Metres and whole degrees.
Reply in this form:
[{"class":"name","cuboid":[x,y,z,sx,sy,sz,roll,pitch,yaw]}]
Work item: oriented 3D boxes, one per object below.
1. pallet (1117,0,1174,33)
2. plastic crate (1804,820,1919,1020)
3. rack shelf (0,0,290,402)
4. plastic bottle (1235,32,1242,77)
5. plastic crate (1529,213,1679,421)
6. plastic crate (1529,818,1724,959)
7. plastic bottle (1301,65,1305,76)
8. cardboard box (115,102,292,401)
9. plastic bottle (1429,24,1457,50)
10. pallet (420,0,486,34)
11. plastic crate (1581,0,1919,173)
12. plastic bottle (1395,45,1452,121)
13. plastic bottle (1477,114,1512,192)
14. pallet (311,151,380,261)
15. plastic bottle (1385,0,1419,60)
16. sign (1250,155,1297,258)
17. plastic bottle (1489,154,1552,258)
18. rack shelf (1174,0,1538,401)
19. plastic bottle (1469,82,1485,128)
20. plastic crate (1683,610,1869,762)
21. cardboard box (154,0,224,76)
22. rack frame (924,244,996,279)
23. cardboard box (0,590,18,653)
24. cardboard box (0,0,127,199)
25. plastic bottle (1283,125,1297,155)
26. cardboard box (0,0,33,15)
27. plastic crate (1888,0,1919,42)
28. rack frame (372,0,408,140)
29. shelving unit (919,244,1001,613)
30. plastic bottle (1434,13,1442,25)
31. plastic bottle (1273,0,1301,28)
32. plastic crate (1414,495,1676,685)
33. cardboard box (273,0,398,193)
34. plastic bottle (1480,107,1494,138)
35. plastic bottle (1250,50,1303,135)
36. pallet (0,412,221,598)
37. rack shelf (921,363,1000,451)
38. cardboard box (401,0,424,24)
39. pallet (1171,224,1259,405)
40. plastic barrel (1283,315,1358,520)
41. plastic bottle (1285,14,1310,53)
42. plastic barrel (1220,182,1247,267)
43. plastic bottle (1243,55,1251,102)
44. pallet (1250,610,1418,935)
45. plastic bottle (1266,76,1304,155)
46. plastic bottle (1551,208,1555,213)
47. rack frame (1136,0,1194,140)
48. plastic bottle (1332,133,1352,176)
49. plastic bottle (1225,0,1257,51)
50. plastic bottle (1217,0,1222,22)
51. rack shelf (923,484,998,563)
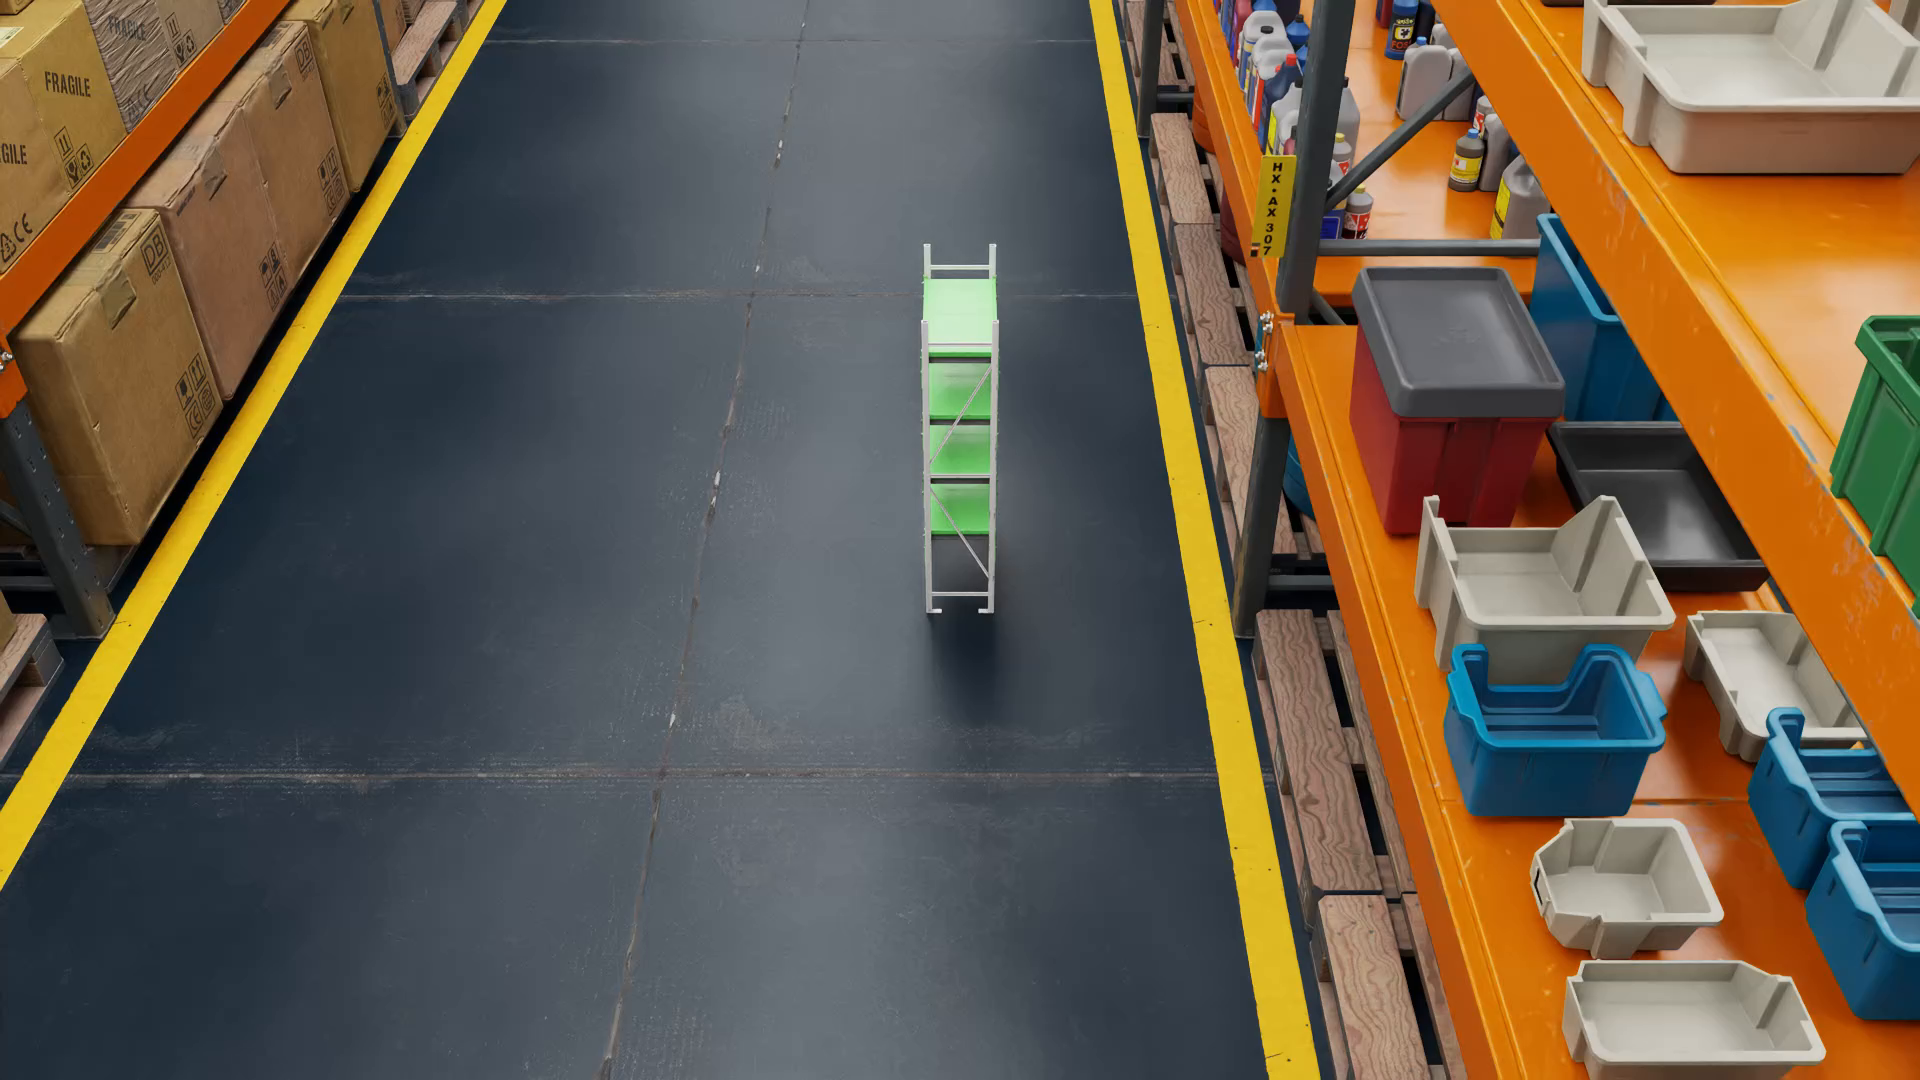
[{"class":"pallet","cuboid":[1.495,-3.517,10.470,1.003,0.211,1.213,0,39,0]},{"class":"plastic crate","cuboid":[1.792,0.707,3.055,0.416,0.233,0.300,0,39,0]},{"class":"rack shelf","cuboid":[-3.495,-1.825,6.704,1.077,0.370,4.000,0,39,0]},{"class":"plastic bottle","cuboid":[1.108,-1.873,6.347,0.097,0.201,0.097,0,39,0]},{"class":"plastic crate","cuboid":[1.802,-0.584,4.545,0.392,0.384,0.575,0,39,0]},{"class":"plastic crate","cuboid":[1.253,0.672,3.175,0.298,0.136,0.250,0,39,0]},{"class":"plastic bottle","cuboid":[1.260,-1.610,5.963,0.097,0.271,0.097,0,39,0]},{"class":"cardboard box","cuboid":[-3.515,-1.149,6.648,1.225,0.875,0.875,-1,39,-2]},{"class":"plastic bottle","cuboid":[1.839,-1.824,6.226,0.152,0.276,0.135,0,39,0]},{"class":"pallet","cuboid":[-3.495,-3.518,10.471,1.003,0.211,1.213,0,39,0]},{"class":"plastic crate","cuboid":[1.214,-0.717,2.558,0.437,0.136,0.530,0,39,0]},{"class":"plastic bottle","cuboid":[1.688,-1.679,6.045,0.152,0.276,0.135,0,39,0]},{"class":"plastic bottle","cuboid":[1.840,-1.328,5.608,0.152,0.276,0.135,0,39,0]},{"class":"pallet","cuboid":[-3.572,-1.775,8.296,1.003,0.211,1.213,0,39,0]},{"class":"plastic bottle","cuboid":[1.722,-2.016,6.470,0.097,0.271,0.097,0,39,0]},{"class":"sign","cuboid":[0.910,-0.967,4.837,0.100,0.325,0.005,0,39,0]},{"class":"plastic bottle","cuboid":[1.784,-1.085,5.244,0.144,0.351,0.185,0,39,0]},{"class":"rack shelf","cuboid":[1.458,-1.828,6.708,1.077,0.370,4.000,0,39,0]},{"class":"plastic bottle","cuboid":[1.886,-1.598,5.938,0.061,0.283,0.133,0,39,0]},{"class":"plastic crate","cuboid":[1.763,0.310,3.628,0.293,0.136,0.466,0,39,0]},{"class":"cardboard box","cuboid":[-3.251,-2.132,6.432,0.500,0.500,0.500,1,39,1]},{"class":"rack frame","cuboid":[0.000,-0.517,5.936,0.240,1.200,0.015,0,39,0]},{"class":"cardboard box","cuboid":[-3.572,0.223,4.936,0.875,0.875,0.875,0,39,0]},{"class":"cardboard box","cuboid":[-3.245,-1.496,5.638,0.500,0.500,0.500,0,39,0]},{"class":"plastic bottle","cuboid":[1.091,-1.204,5.447,0.061,0.283,0.133,0,39,0]},{"class":"cardboard box","cuboid":[-3.491,-2.114,5.607,0.797,0.503,0.637,0,39,0]},{"class":"plastic crate","cuboid":[1.771,-0.867,2.630,0.437,0.282,0.530,0,39,0]},{"class":"rack frame","cuboid":[-3.497,-3.356,8.039,1.000,3.000,0.127,0,39,0]},{"class":"shelving unit","cuboid":[0.000,-0.365,5.746,0.258,1.200,0.503,0,39,0]},{"class":"plastic bottle","cuboid":[1.867,-1.955,6.394,0.097,0.271,0.097,0,39,0]},{"class":"plastic bottle","cuboid":[1.283,-2.187,6.620,0.144,0.351,0.185,0,39,0]},{"class":"plastic crate","cuboid":[1.278,0.120,3.749,0.437,0.282,0.530,0,39,0]},{"class":"cardboard box","cuboid":[-3.517,-2.259,8.034,1.225,0.875,0.875,-2,39,-2]},{"class":"plastic bottle","cuboid":[1.867,-1.433,5.798,0.097,0.201,0.097,0,39,0]},{"class":"plastic bottle","cuboid":[1.136,-1.600,5.947,0.152,0.276,0.135,0,39,0]},{"class":"pallet","cuboid":[-3.569,-0.249,6.392,1.003,0.211,1.213,0,39,0]},{"class":"rack shelf","cuboid":[0.000,-0.502,5.635,0.258,0.148,0.480,0,39,0]},{"class":"cardboard box","cuboid":[-3.531,-3.318,9.639,0.700,0.500,0.500,-3,39,-4]},{"class":"pallet","cuboid":[1.497,-1.018,7.351,1.003,0.211,1.213,0,39,0]},{"class":"plastic barrel","cuboid":[1.477,-0.544,5.872,0.600,0.901,0.708,0,39,0]},{"class":"plastic bottle","cuboid":[1.260,-1.839,6.249,0.097,0.271,0.097,0,39,0]},{"class":"plastic barrel","cuboid":[1.475,-1.570,7.404,0.600,0.588,0.708,0,39,0]},{"class":"plastic bottle","cuboid":[1.108,-1.728,6.166,0.097,0.201,0.097,0,39,0]},{"class":"pallet","cuboid":[1.500,0.690,5.221,1.003,0.211,1.213,0,39,0]},{"class":"plastic bottle","cuboid":[1.132,-1.414,5.655,0.144,0.351,0.185,0,39,0]},{"class":"plastic bottle","cuboid":[1.887,-1.042,5.245,0.061,0.283,0.133,0,39,0]},{"class":"rack frame","cuboid":[1.456,-3.360,8.044,1.000,3.000,0.127,0,39,0]},{"class":"plastic bottle","cuboid":[1.261,-1.267,5.592,0.097,0.201,0.097,0,39,0]},{"class":"plastic bottle","cuboid":[1.131,-2.103,6.514,0.144,0.351,0.185,0,39,0]},{"class":"plastic bottle","cuboid":[1.107,-2.244,6.754,0.097,0.271,0.097,0,39,0]},{"class":"rack shelf","cuboid":[0.000,-0.128,5.936,0.258,0.148,0.480,0,39,0]}]
